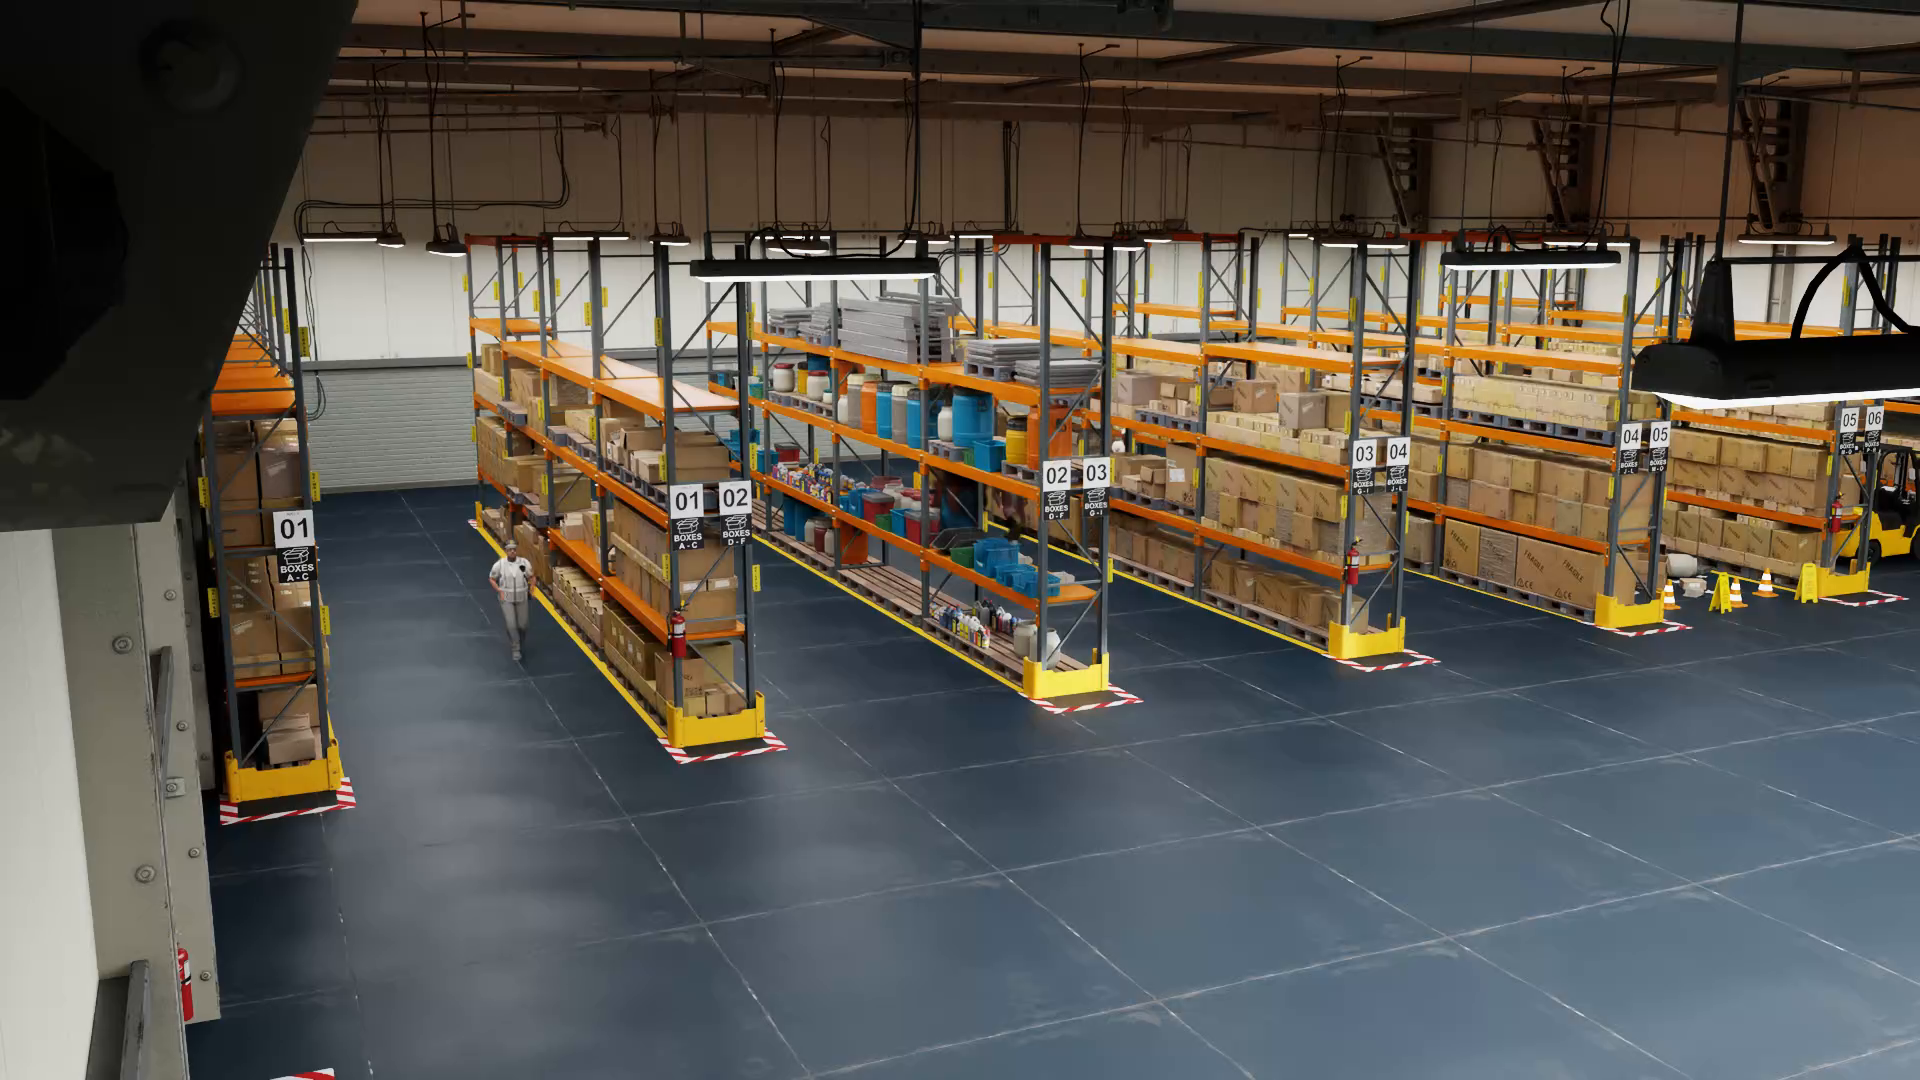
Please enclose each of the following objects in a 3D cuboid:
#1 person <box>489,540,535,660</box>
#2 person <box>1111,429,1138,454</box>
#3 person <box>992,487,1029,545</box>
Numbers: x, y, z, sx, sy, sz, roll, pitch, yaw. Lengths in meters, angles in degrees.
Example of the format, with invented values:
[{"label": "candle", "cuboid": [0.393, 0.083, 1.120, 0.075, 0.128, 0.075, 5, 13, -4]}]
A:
[{"label": "person", "cuboid": [-6.526, 0.839, 24.295, 0.664, 1.749, 0.632, -4, 12, -20]}, {"label": "person", "cuboid": [3.664, -1.617, 36.961, 0.691, 1.734, 0.631, -5, 12, -24]}, {"label": "person", "cuboid": [0.985, -0.579, 31.269, 0.698, 1.667, 0.907, -3, 11, -15]}]
